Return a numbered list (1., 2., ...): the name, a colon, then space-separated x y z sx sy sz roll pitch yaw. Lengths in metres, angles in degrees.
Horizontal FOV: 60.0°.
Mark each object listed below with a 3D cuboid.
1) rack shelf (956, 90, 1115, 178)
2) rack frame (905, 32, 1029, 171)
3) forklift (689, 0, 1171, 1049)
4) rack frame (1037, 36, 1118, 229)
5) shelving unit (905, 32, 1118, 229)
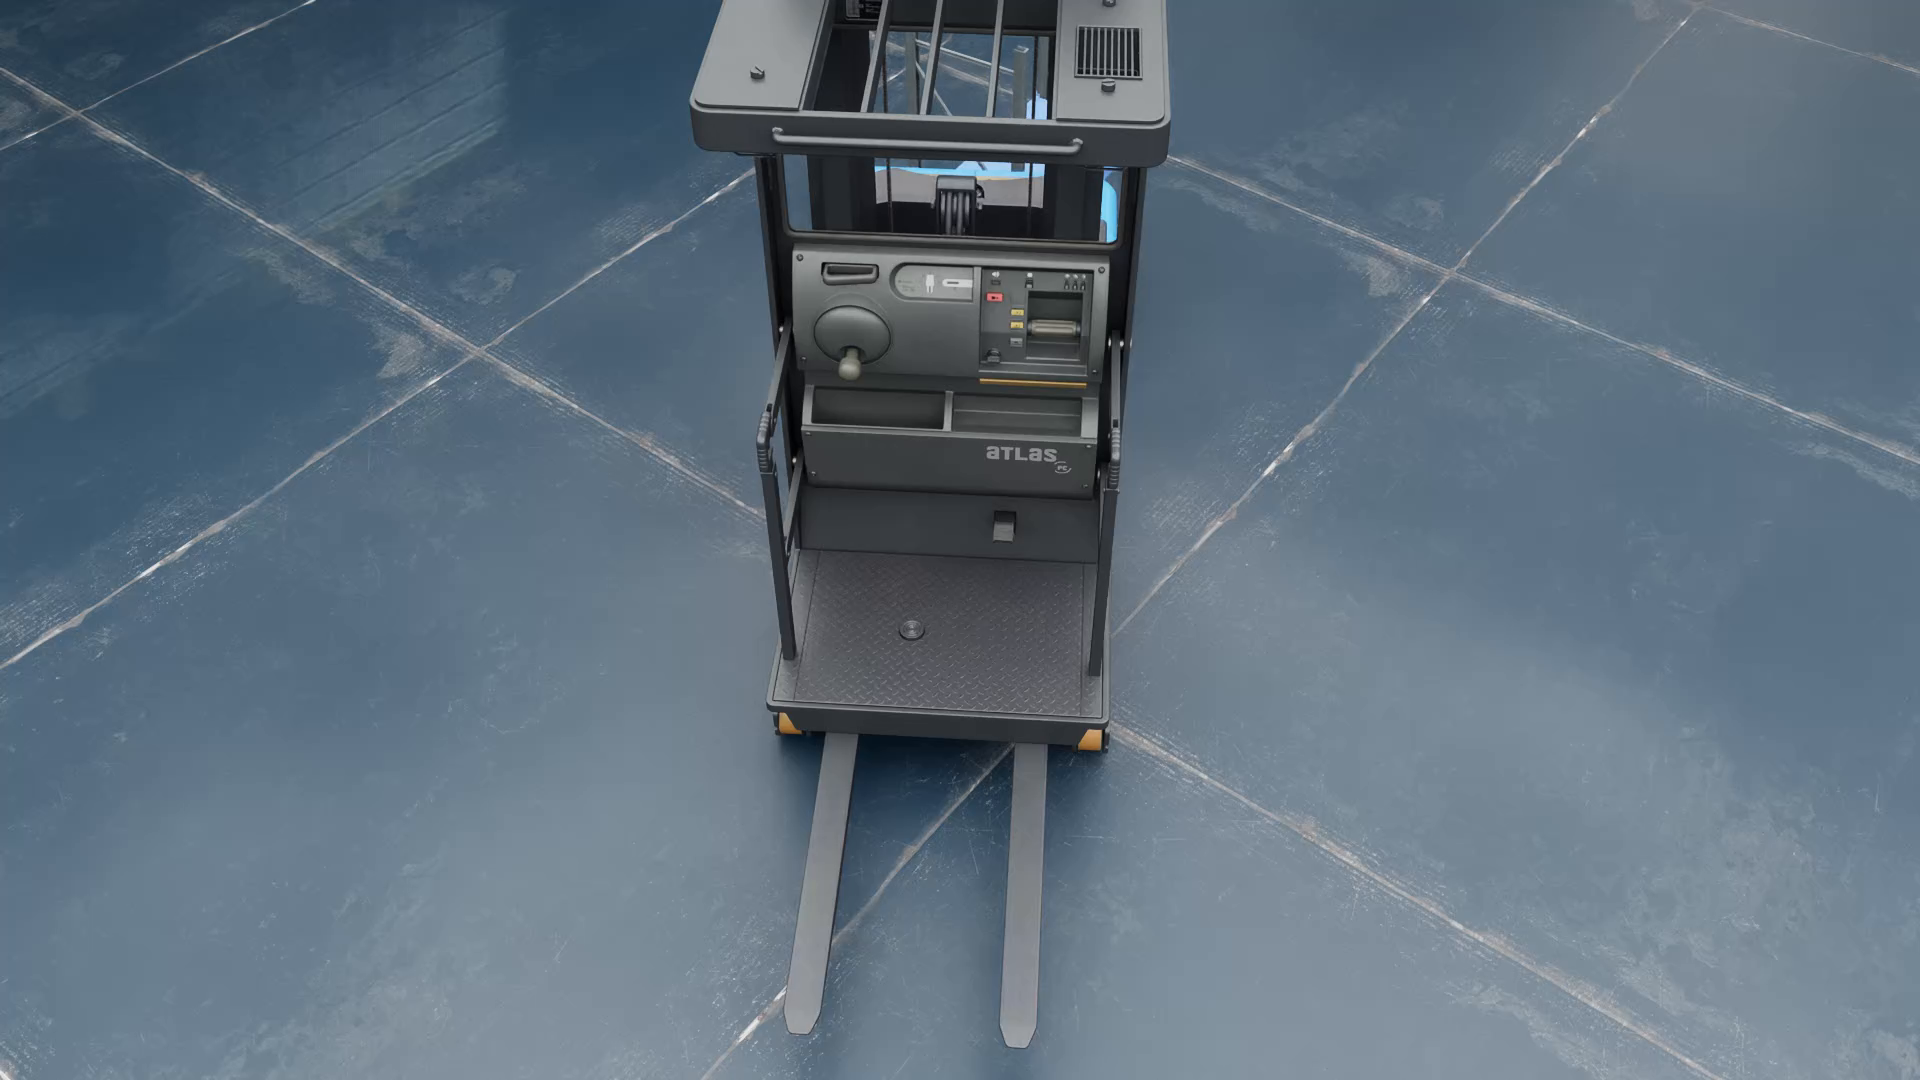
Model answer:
1. rack shelf: 0.287 -1.478 6.873 0.538 0.185 1.000 24 51 21
2. rack frame: 0.021 -1.289 6.444 0.500 1.500 0.032 24 51 21
3. forklift: -0.043 -0.561 4.759 1.130 2.935 3.031 3 46 3
4. rack frame: 0.554 -1.915 7.042 0.500 1.500 0.032 24 51 21
5. shelving unit: 0.287 -1.602 6.743 0.538 1.500 1.048 24 51 21
